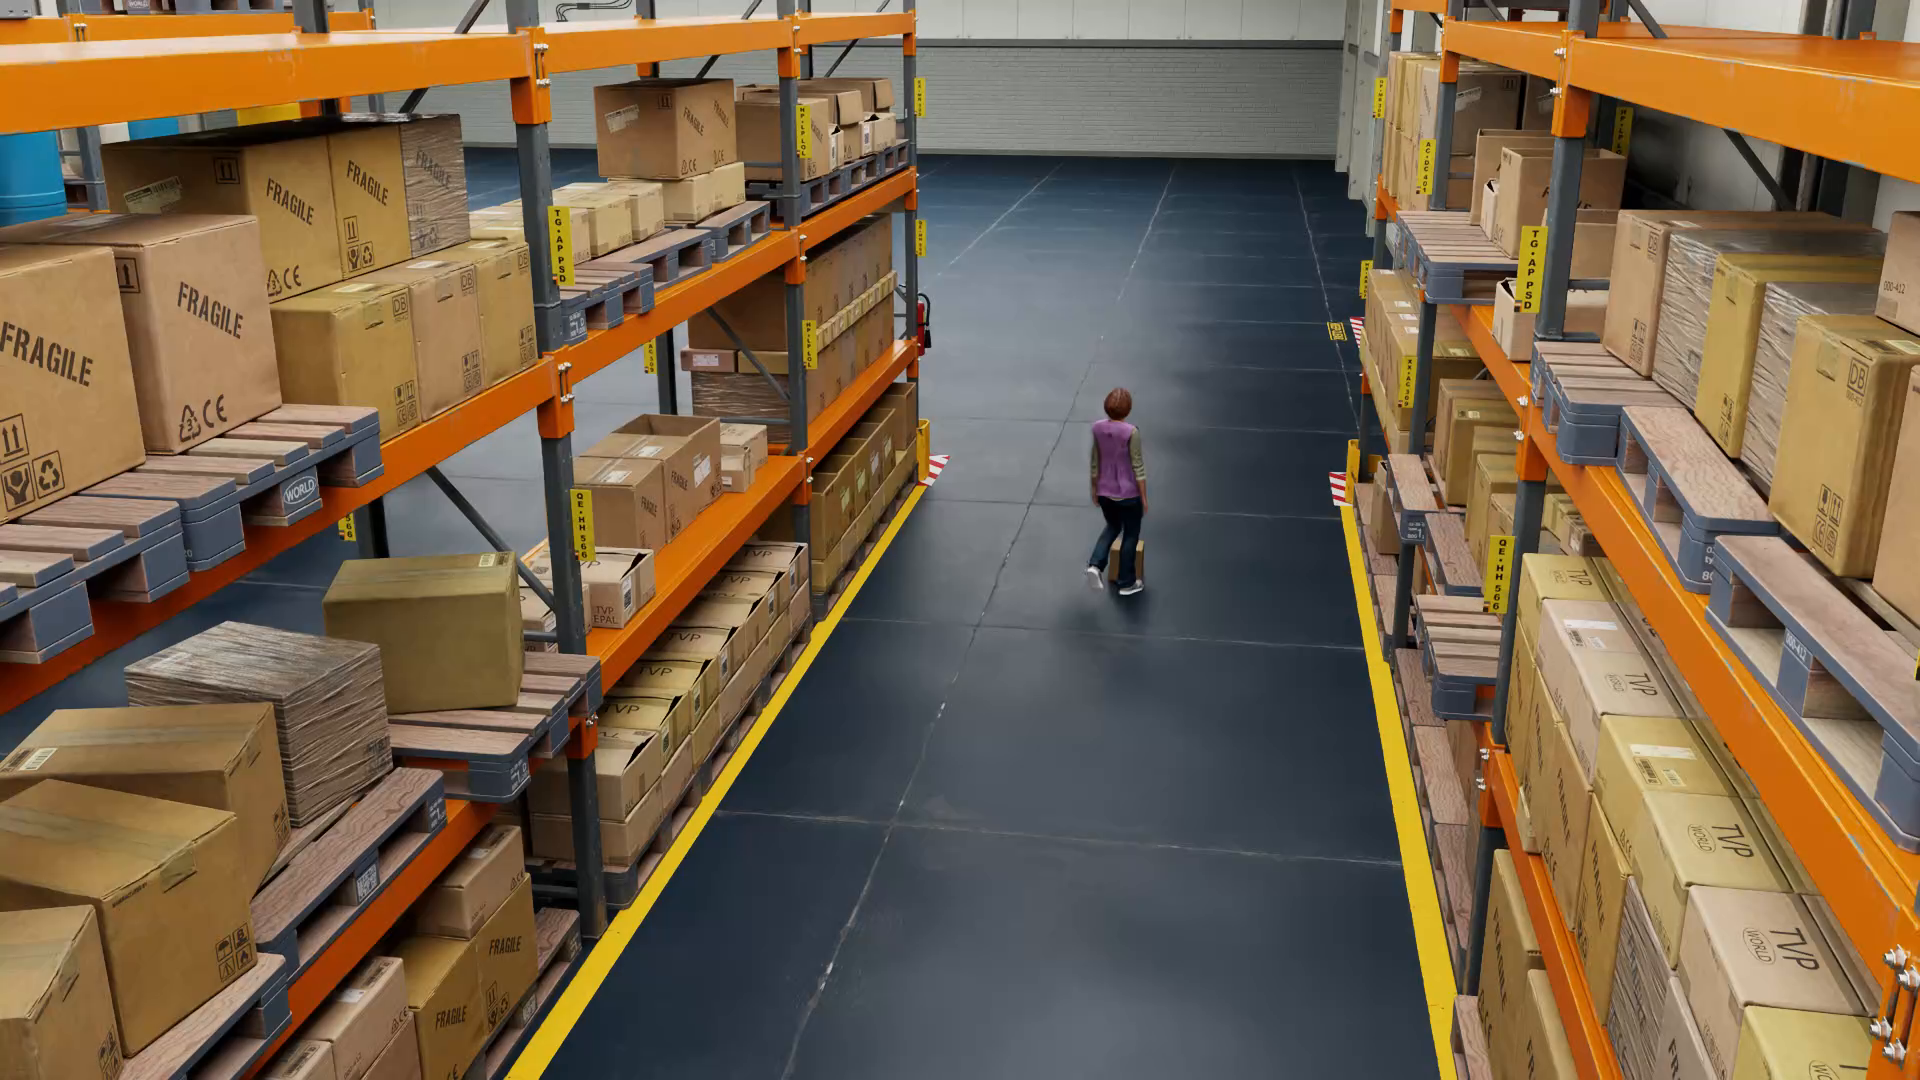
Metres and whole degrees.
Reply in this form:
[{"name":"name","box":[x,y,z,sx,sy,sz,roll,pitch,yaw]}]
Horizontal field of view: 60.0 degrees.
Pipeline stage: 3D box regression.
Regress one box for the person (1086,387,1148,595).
[{"name":"person","box":[1.175,-0.342,12.119,0.456,1.586,0.520,12,22,32]}]
